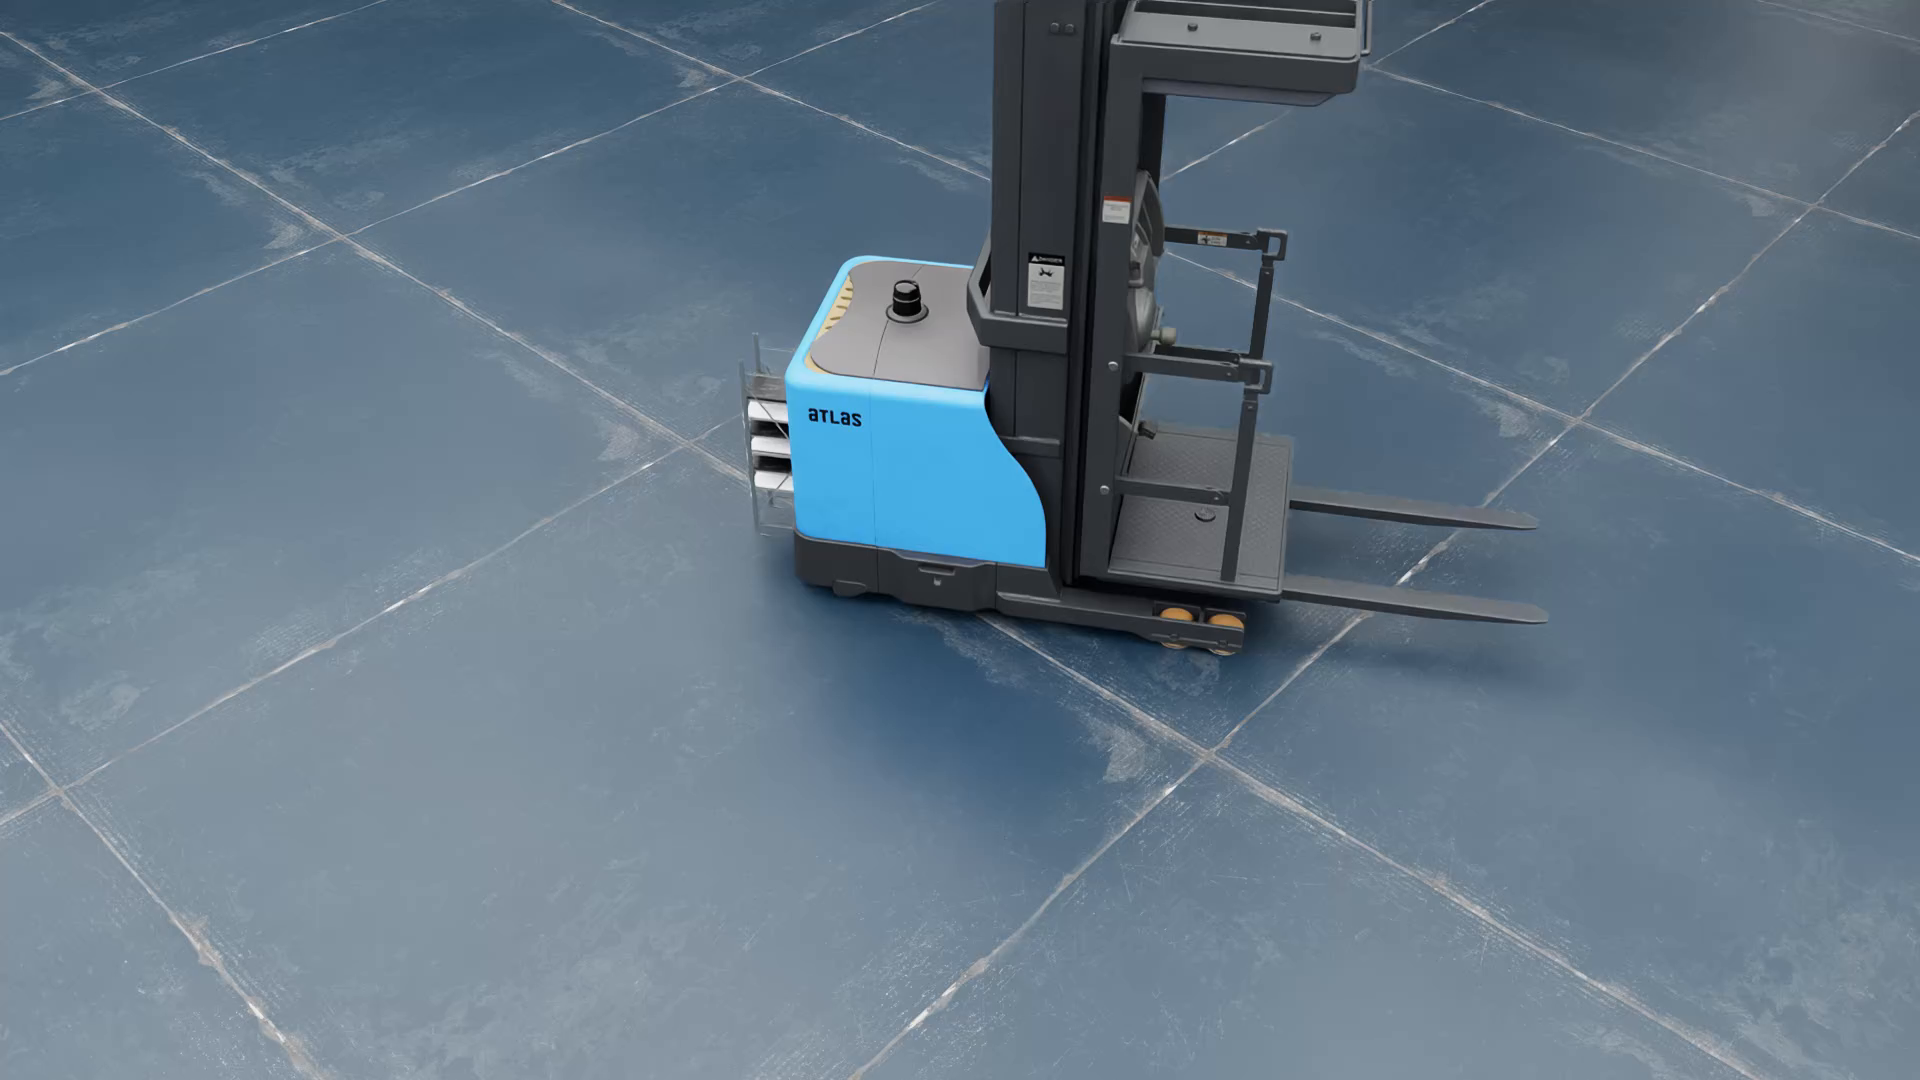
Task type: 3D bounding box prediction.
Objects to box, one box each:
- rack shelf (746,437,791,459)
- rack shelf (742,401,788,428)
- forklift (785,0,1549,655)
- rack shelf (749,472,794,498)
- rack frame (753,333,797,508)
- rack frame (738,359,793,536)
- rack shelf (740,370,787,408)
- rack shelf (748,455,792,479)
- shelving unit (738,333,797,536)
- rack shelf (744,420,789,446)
[{"bbox_3d":[-0.758,-0.399,7.082,0.258,0.077,0.200,7,39,9],"label":"rack shelf"},{"bbox_3d":[-0.758,-0.540,6.970,0.258,0.077,0.200,7,39,9],"label":"rack shelf"},{"bbox_3d":[0.883,-1.048,6.212,3.031,2.935,1.130,7,39,9],"label":"forklift"},{"bbox_3d":[-0.758,-0.258,7.194,0.258,0.077,0.200,7,39,9],"label":"rack shelf"},{"bbox_3d":[-0.737,-0.487,7.139,0.240,0.900,0.006,7,39,9],"label":"rack frame"},{"bbox_3d":[-0.778,-0.363,6.983,0.240,0.900,0.006,7,39,9],"label":"rack frame"},{"bbox_3d":[-0.758,-0.610,6.914,0.258,0.077,0.200,7,39,9],"label":"rack shelf"},{"bbox_3d":[-0.758,-0.329,7.138,0.258,0.077,0.200,7,39,9],"label":"rack shelf"},{"bbox_3d":[-0.758,-0.425,7.061,0.258,0.900,0.210,7,39,9],"label":"shelving unit"},{"bbox_3d":[-0.758,-0.469,7.026,0.258,0.077,0.200,7,39,9],"label":"rack shelf"}]
